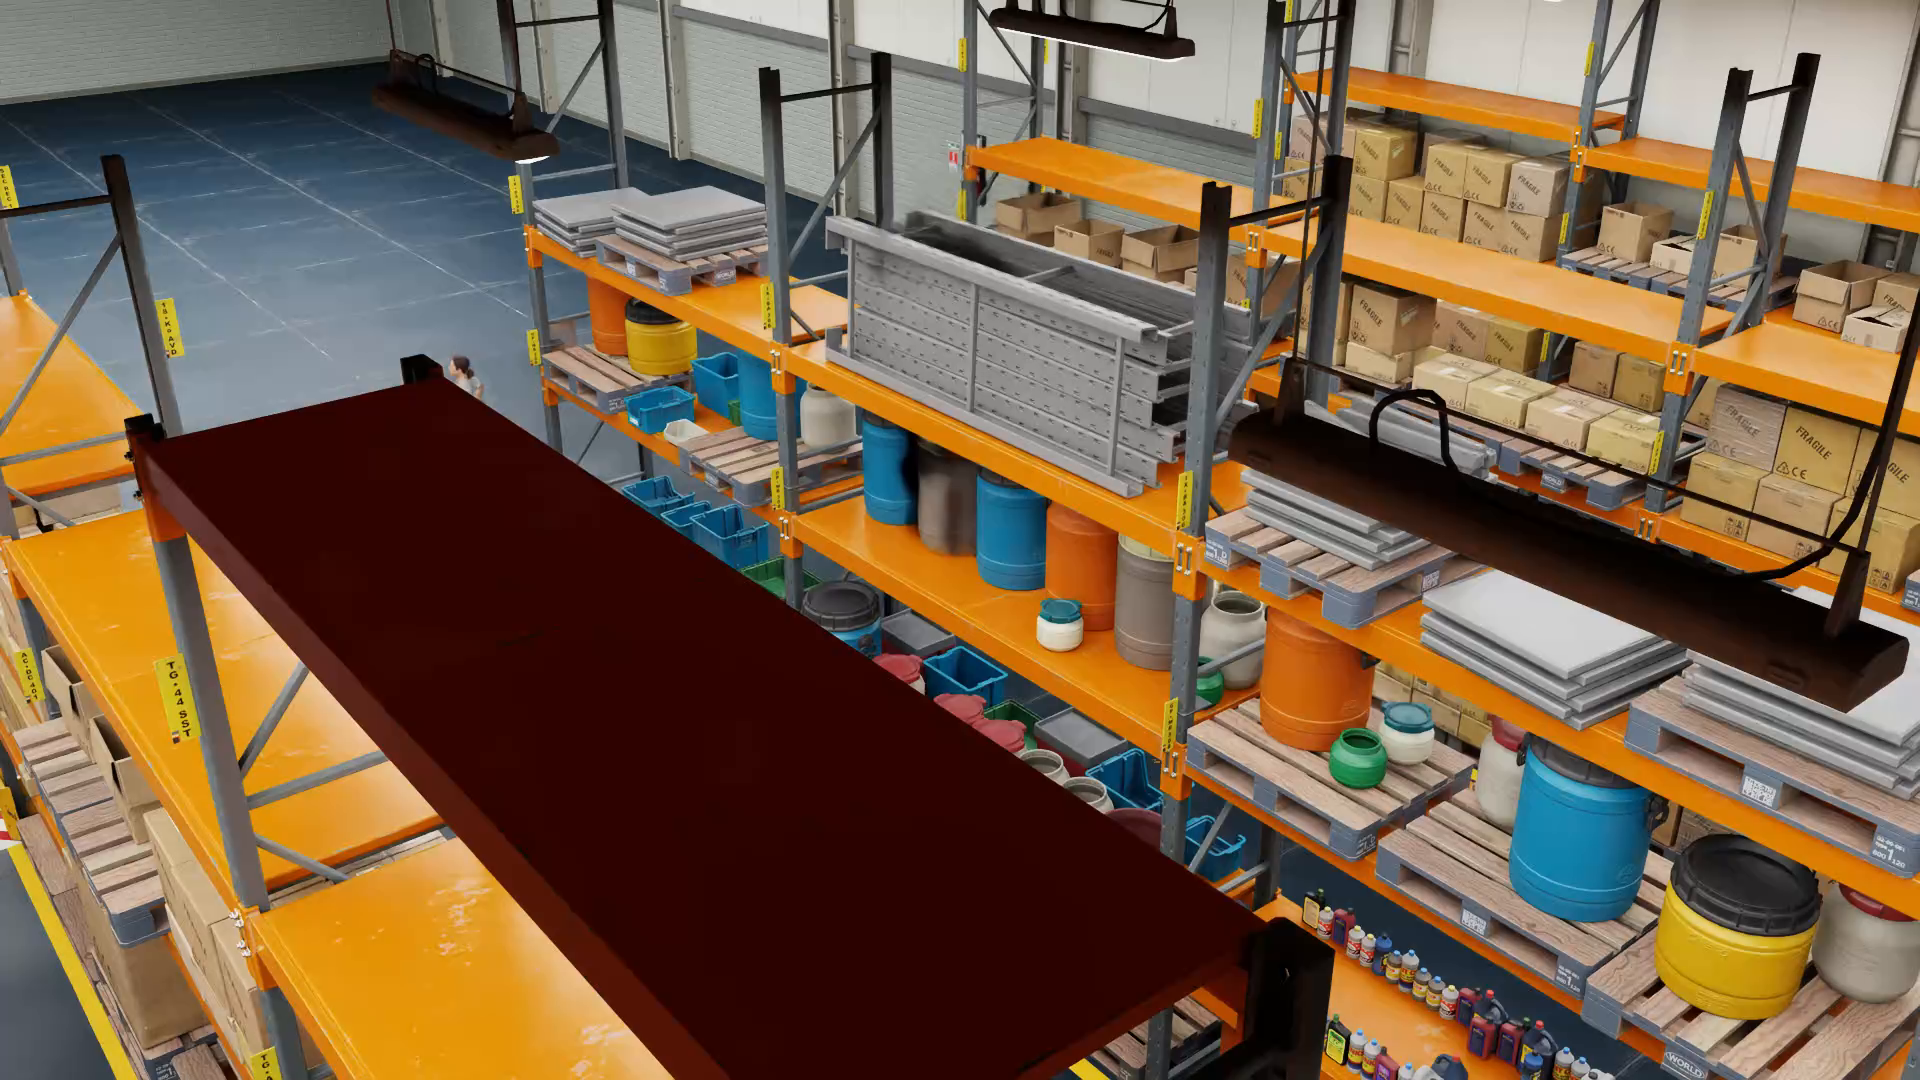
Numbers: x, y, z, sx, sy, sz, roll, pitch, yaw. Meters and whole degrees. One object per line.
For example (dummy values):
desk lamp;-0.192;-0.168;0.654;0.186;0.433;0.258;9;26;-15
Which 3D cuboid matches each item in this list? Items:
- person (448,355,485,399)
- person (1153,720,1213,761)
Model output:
person;-5.632;-1.303;19.037;0.753;1.725;0.532;-8;27;-15
person;1.840;1.077;13.353;0.835;1.895;0.643;19;31;33
